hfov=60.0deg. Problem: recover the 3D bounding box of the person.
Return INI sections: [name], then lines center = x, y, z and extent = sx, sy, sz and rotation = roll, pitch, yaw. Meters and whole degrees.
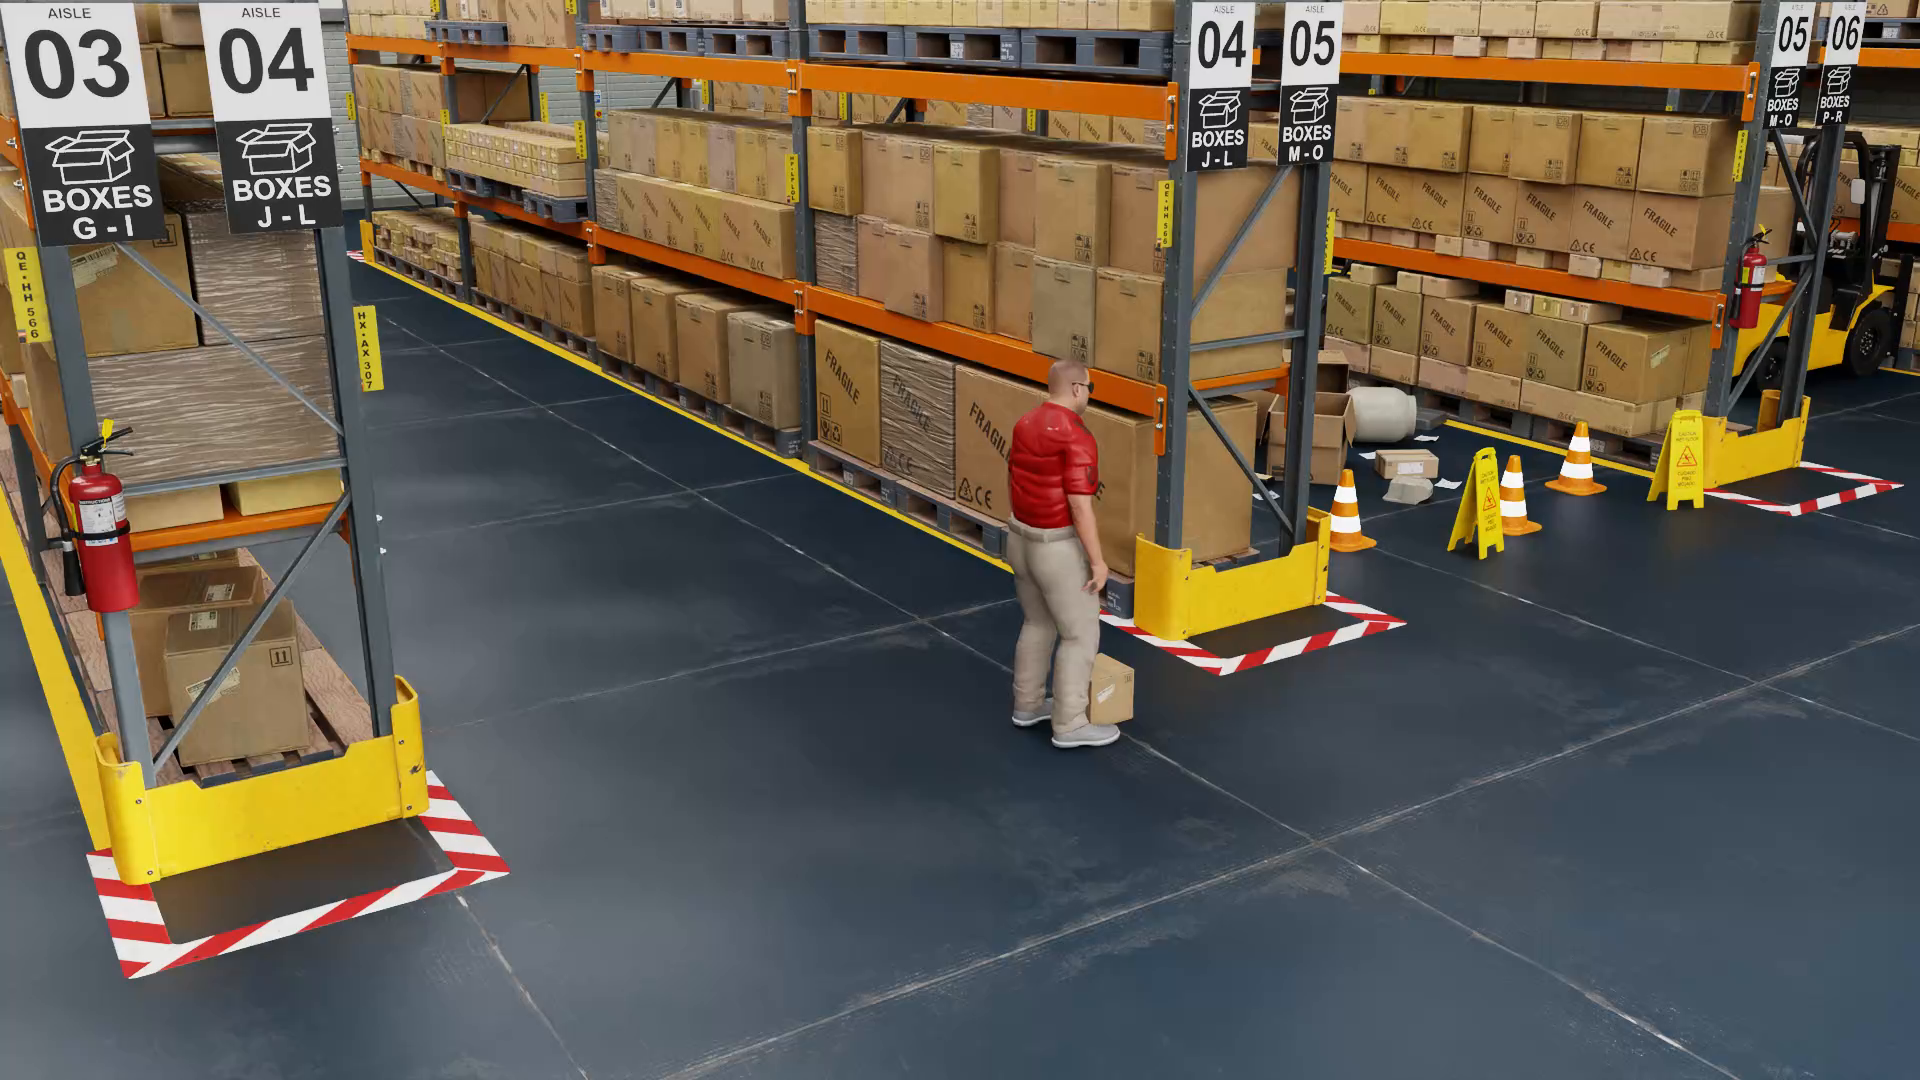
[person]
center = 0.435, 0.133, 7.450
extent = 0.393, 1.552, 0.568
rotation = -11, 21, -31
